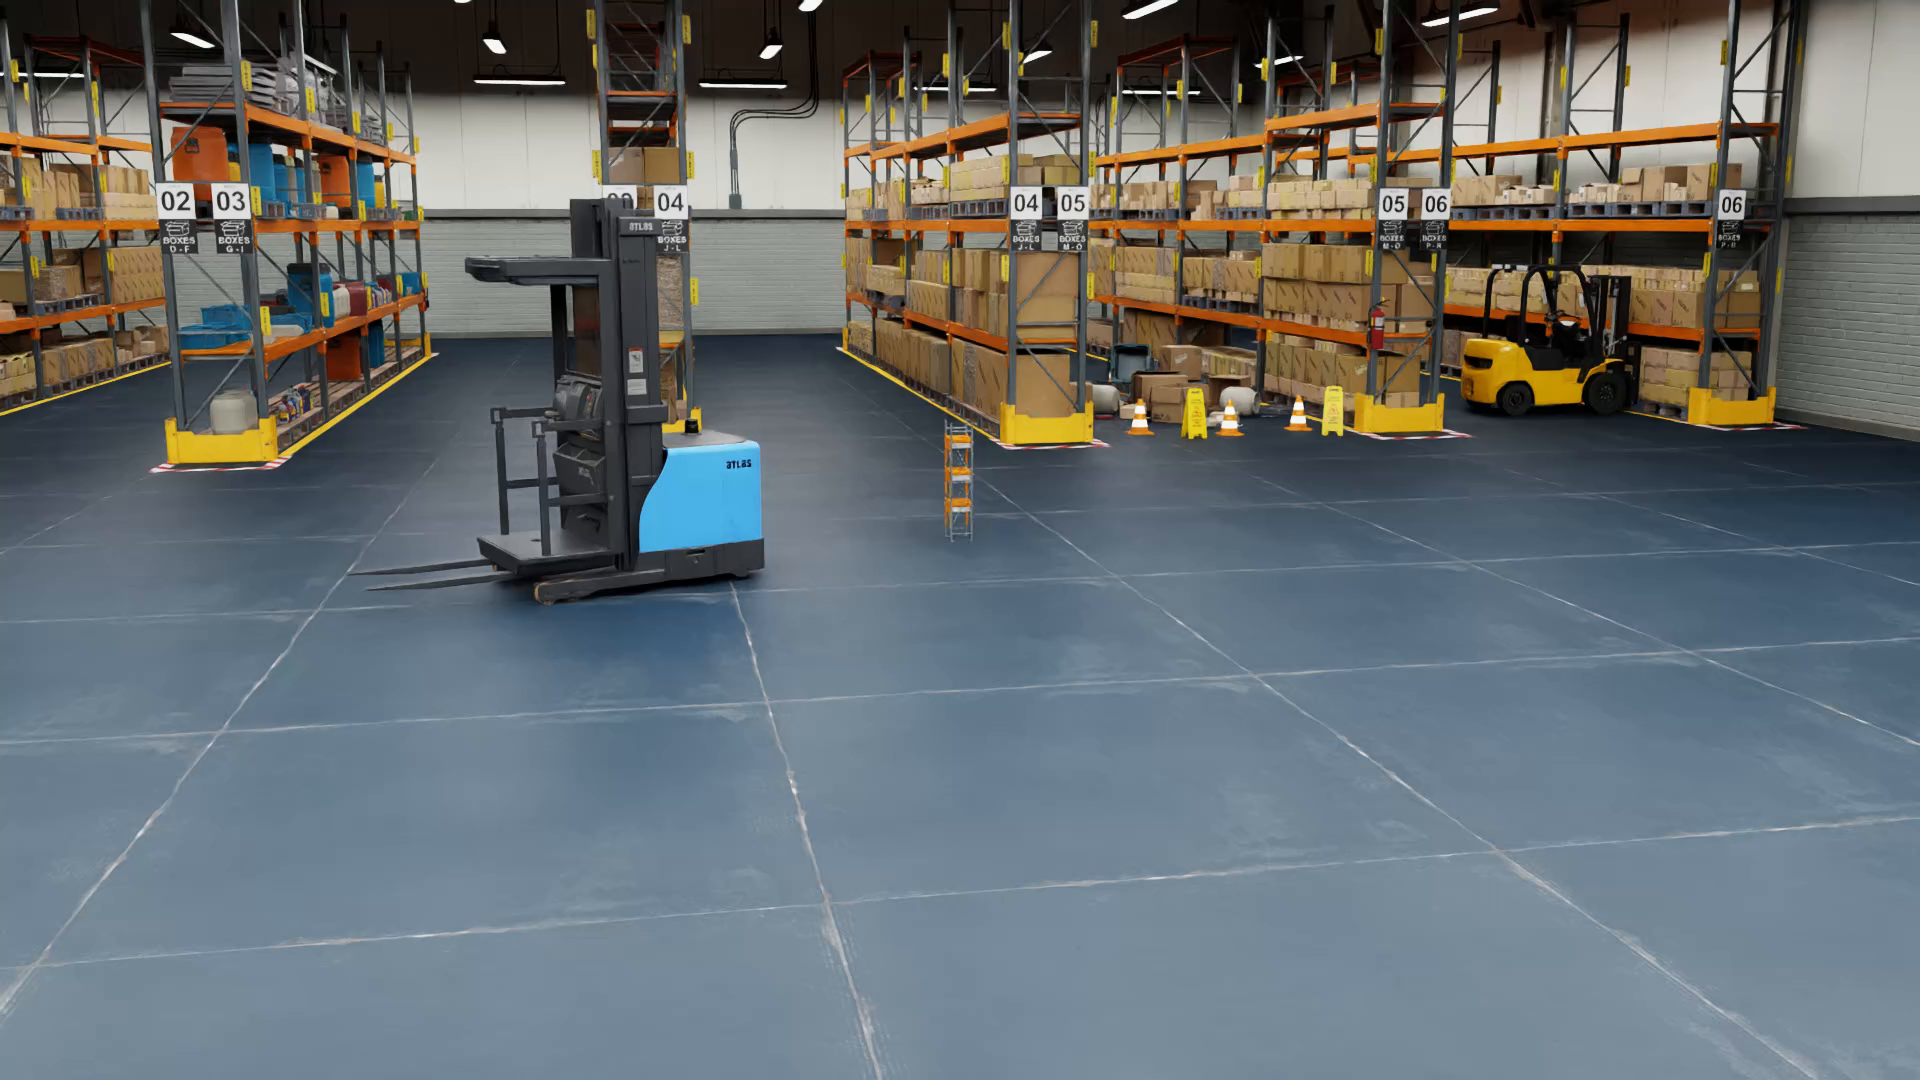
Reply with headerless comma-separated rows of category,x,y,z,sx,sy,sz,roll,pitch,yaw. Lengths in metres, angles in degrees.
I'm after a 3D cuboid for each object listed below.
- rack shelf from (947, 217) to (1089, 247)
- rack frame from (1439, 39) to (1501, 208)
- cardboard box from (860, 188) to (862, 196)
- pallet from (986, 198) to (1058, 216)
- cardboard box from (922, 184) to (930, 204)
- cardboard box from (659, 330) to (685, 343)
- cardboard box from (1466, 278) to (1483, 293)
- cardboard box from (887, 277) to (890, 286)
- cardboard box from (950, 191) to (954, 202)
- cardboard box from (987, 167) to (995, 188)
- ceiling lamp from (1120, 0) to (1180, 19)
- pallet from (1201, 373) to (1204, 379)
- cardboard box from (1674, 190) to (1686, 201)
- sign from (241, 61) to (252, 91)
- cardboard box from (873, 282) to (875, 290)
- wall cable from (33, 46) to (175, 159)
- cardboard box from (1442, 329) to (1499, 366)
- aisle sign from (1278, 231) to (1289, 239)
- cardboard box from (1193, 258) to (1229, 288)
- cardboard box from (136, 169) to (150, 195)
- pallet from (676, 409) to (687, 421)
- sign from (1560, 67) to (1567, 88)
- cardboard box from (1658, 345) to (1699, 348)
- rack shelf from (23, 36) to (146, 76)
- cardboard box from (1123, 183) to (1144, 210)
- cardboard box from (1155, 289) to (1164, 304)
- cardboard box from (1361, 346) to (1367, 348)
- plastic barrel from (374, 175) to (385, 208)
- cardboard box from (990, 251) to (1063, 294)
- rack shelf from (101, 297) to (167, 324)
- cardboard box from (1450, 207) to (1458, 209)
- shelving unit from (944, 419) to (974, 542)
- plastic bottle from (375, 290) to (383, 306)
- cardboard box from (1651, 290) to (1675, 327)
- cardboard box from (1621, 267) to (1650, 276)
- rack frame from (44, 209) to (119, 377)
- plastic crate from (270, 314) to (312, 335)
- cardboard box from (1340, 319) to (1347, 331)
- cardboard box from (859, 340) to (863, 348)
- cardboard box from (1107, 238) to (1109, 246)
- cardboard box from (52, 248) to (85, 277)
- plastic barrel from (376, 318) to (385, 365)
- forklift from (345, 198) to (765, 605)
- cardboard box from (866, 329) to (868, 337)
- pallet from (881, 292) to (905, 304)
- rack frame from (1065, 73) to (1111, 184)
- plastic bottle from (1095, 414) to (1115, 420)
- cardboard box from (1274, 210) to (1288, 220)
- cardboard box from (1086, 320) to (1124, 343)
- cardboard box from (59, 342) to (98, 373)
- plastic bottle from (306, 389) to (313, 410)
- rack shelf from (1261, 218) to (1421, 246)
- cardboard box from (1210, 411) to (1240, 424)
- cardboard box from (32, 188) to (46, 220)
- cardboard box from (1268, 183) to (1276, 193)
rack shelf,0.718,-4.233,22.815,1.077,0.370,4.000,-2,11,-11
rack frame,9.255,-7.540,30.244,1.000,3.000,0.127,-2,11,-11
cardboard box,-1.832,-7.072,33.804,0.380,0.149,0.250,-2,11,-11
pallet,0.953,-4.312,21.541,1.003,0.211,1.213,-2,11,-11
cardboard box,-0.326,-5.571,26.772,0.500,0.311,0.500,-2,11,-12
cardboard box,-3.599,-2.522,20.594,0.380,0.149,0.250,-2,11,-11
cardboard box,9.282,-4.486,29.307,0.500,0.250,0.500,-2,11,-12
cardboard box,-1.099,-4.613,29.665,0.380,0.149,0.250,-2,11,-10
cardboard box,0.067,-5.006,24.234,0.380,0.149,0.250,-2,11,-12
cardboard box,0.642,-4.719,21.658,0.500,0.250,0.500,-2,11,-11
ceiling lamp,3.049,-9.389,24.345,0.800,3.185,2.000,-2,11,-11
pallet,4.538,-2.898,29.360,1.003,0.211,1.213,-2,11,-11
cardboard box,10.352,-4.872,23.531,0.380,0.149,0.250,-2,11,-13
sign,-8.095,-5.268,18.864,0.100,0.325,0.005,-2,11,-11
cardboard box,-1.449,-4.798,31.431,0.380,0.149,0.250,-2,11,-10
wall cable,-19.562,-10.030,38.121,3.097,2.526,0.112,-2,11,-11
cardboard box,9.363,-3.518,30.384,0.875,0.625,0.625,-2,11,-9
aisle sign,7.398,-7.339,38.280,0.394,0.787,0.004,-2,11,-11
cardboard box,4.356,-4.627,28.798,0.500,0.500,0.500,-2,11,-8
cardboard box,-16.491,-7.079,32.904,0.700,0.500,0.500,-2,11,-11
pallet,-4.150,-1.602,22.547,1.003,0.211,1.213,-2,11,-11
sign,9.504,-7.282,26.179,0.100,0.325,0.005,-2,11,-11
cardboard box,10.716,-2.751,24.684,0.500,0.250,0.500,-2,11,-11
rack shelf,-16.218,-9.018,31.047,1.077,0.370,4.000,-2,11,-11
cardboard box,3.496,-6.702,32.473,0.500,0.500,0.500,-2,11,-12
cardboard box,3.919,-4.514,30.794,0.500,0.250,0.500,-2,11,-10
cardboard box,5.745,-2.616,24.646,0.500,0.500,0.500,-2,11,-8
plastic barrel,-10.593,-6.217,29.689,0.600,0.588,0.600,0,11,0
cardboard box,0.876,-3.517,21.863,0.875,0.550,0.550,-2,11,-11
rack shelf,-16.218,-4.439,31.919,1.077,0.370,4.000,-2,11,-11
cardboard box,8.917,-6.078,30.986,0.500,0.250,0.500,-2,11,-13
shelving unit,-0.010,-0.526,14.650,0.215,1.050,0.252,-2,11,-11
plastic bottle,-10.407,-4.324,29.723,0.152,0.276,0.135,-2,11,-11
cardboard box,10.366,-3.351,24.012,0.500,0.500,0.500,-2,11,-9
cardboard box,10.199,-4.025,25.026,0.380,0.149,0.250,-2,11,-11
rack frame,-15.829,-4.425,29.925,1.000,3.000,0.127,-2,11,-11
plastic crate,-8.932,-2.871,22.158,0.499,0.251,0.616,-2,11,-11
cardboard box,5.474,-2.972,22.961,0.380,0.149,0.250,-2,11,-12
cardboard box,-1.903,-4.095,34.692,0.380,0.149,0.250,-2,11,-11
cardboard box,3.254,-6.148,34.296,0.380,0.149,0.250,-2,11,-11
cardboard box,-16.182,-5.049,30.260,0.500,0.500,0.500,-2,11,-11
plastic barrel,-10.881,-3.680,30.497,0.600,0.901,0.708,-2,11,-11
forklift,-3.068,-1.077,12.515,3.031,2.935,1.130,-7,13,-32
cardboard box,-1.695,-4.191,33.606,0.380,0.149,0.250,-2,11,-12
pallet,-0.874,-4.480,30.727,1.003,0.211,1.213,-2,11,-11
rack frame,2.831,-8.826,37.001,1.000,3.000,0.127,-2,11,-11
plastic bottle,2.076,-1.758,23.767,0.283,0.061,0.133,-6,13,-31
cardboard box,4.979,-4.912,25.131,0.380,0.149,0.250,-2,11,-11
cardboard box,3.244,-4.542,36.265,0.875,0.438,0.875,-2,11,-9
cardboard box,-15.267,-3.150,28.735,0.500,0.500,0.500,-2,11,-10
plastic bottle,-8.997,-1.943,22.971,0.061,0.283,0.133,-2,11,-8
rack shelf,5.554,-4.431,23.858,1.077,0.370,4.000,-2,11,-11
cardboard box,3.707,-1.711,23.287,0.380,0.149,0.250,4,11,18
cardboard box,-15.268,-5.387,26.686,0.910,0.500,0.500,-2,11,-11
cardboard box,4.906,-5.350,25.301,0.380,0.149,0.250,-2,11,-12
